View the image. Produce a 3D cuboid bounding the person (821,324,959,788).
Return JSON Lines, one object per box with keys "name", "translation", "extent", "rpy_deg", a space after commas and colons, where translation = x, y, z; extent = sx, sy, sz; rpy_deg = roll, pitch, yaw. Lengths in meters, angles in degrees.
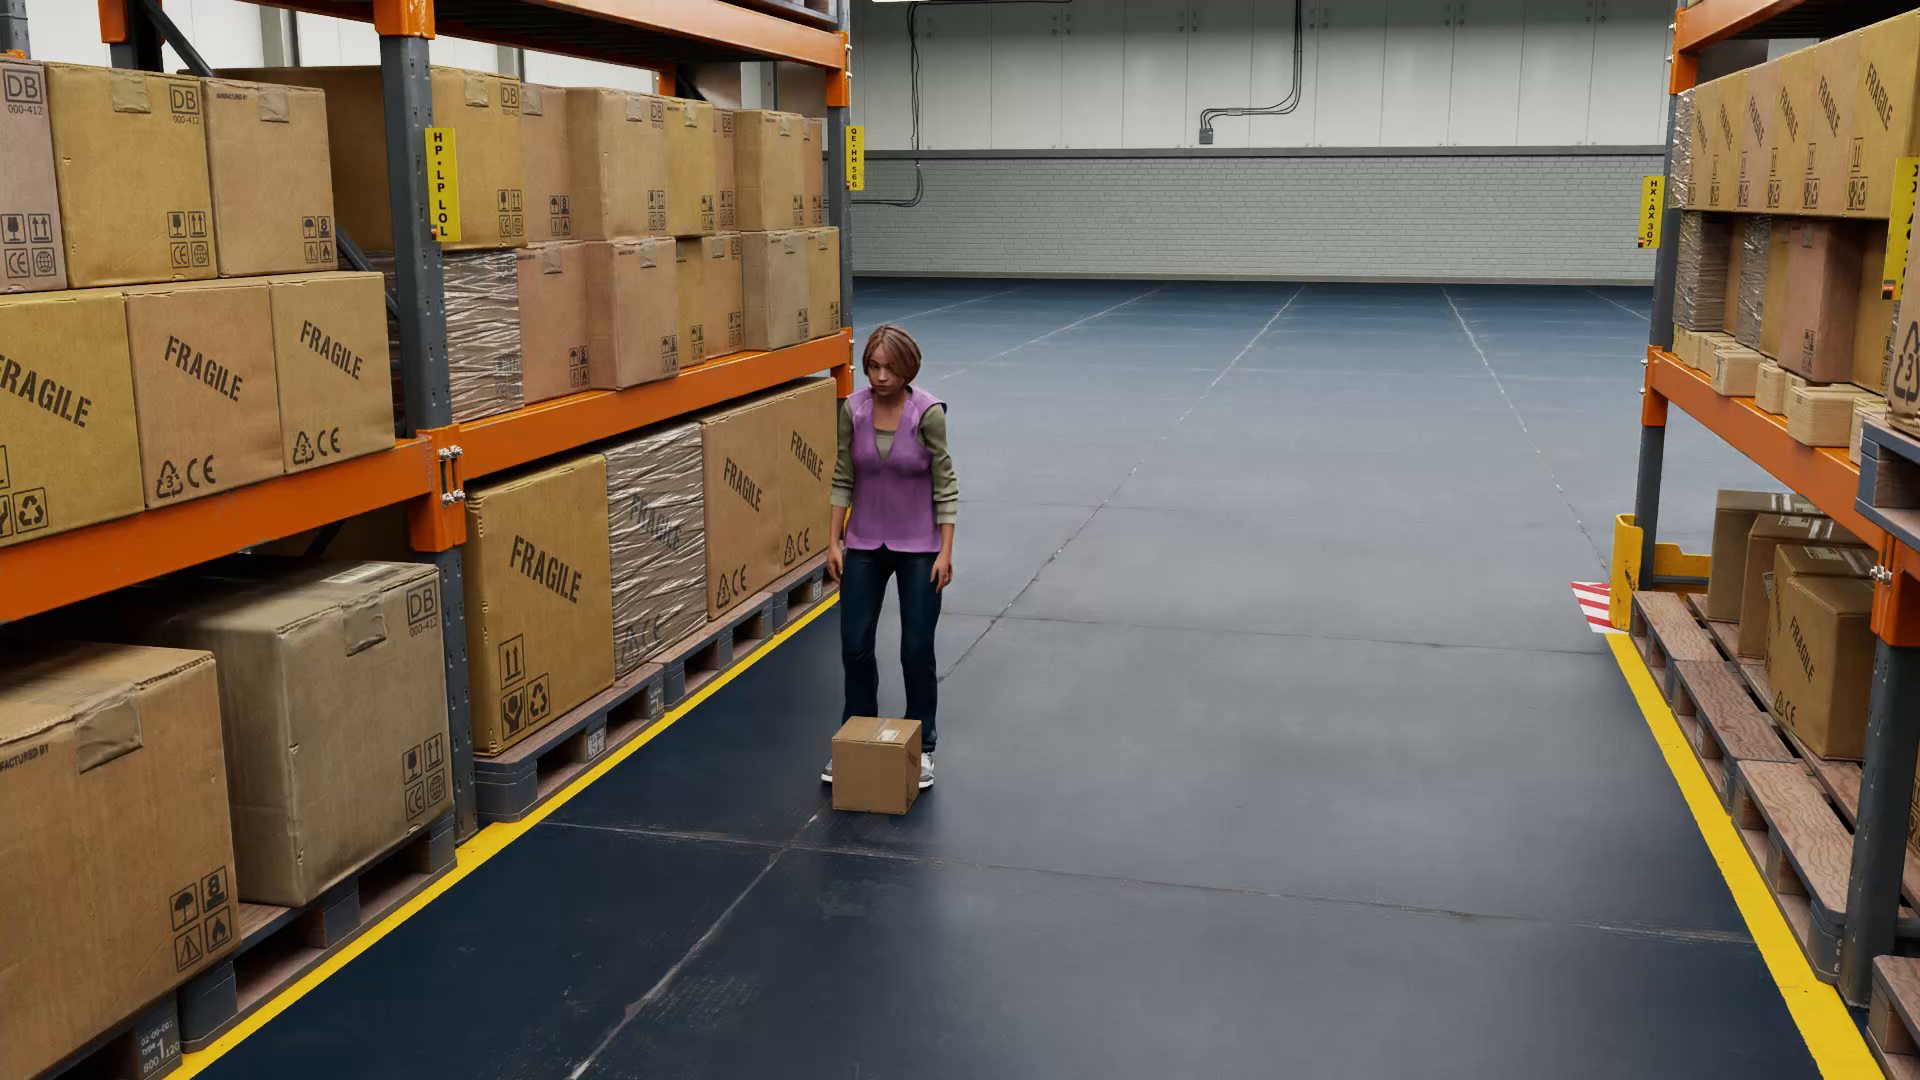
{"name": "person", "translation": [-0.233, 0.055, 5.717], "extent": [0.459, 1.591, 0.348], "rpy_deg": [3, 12, 14]}
